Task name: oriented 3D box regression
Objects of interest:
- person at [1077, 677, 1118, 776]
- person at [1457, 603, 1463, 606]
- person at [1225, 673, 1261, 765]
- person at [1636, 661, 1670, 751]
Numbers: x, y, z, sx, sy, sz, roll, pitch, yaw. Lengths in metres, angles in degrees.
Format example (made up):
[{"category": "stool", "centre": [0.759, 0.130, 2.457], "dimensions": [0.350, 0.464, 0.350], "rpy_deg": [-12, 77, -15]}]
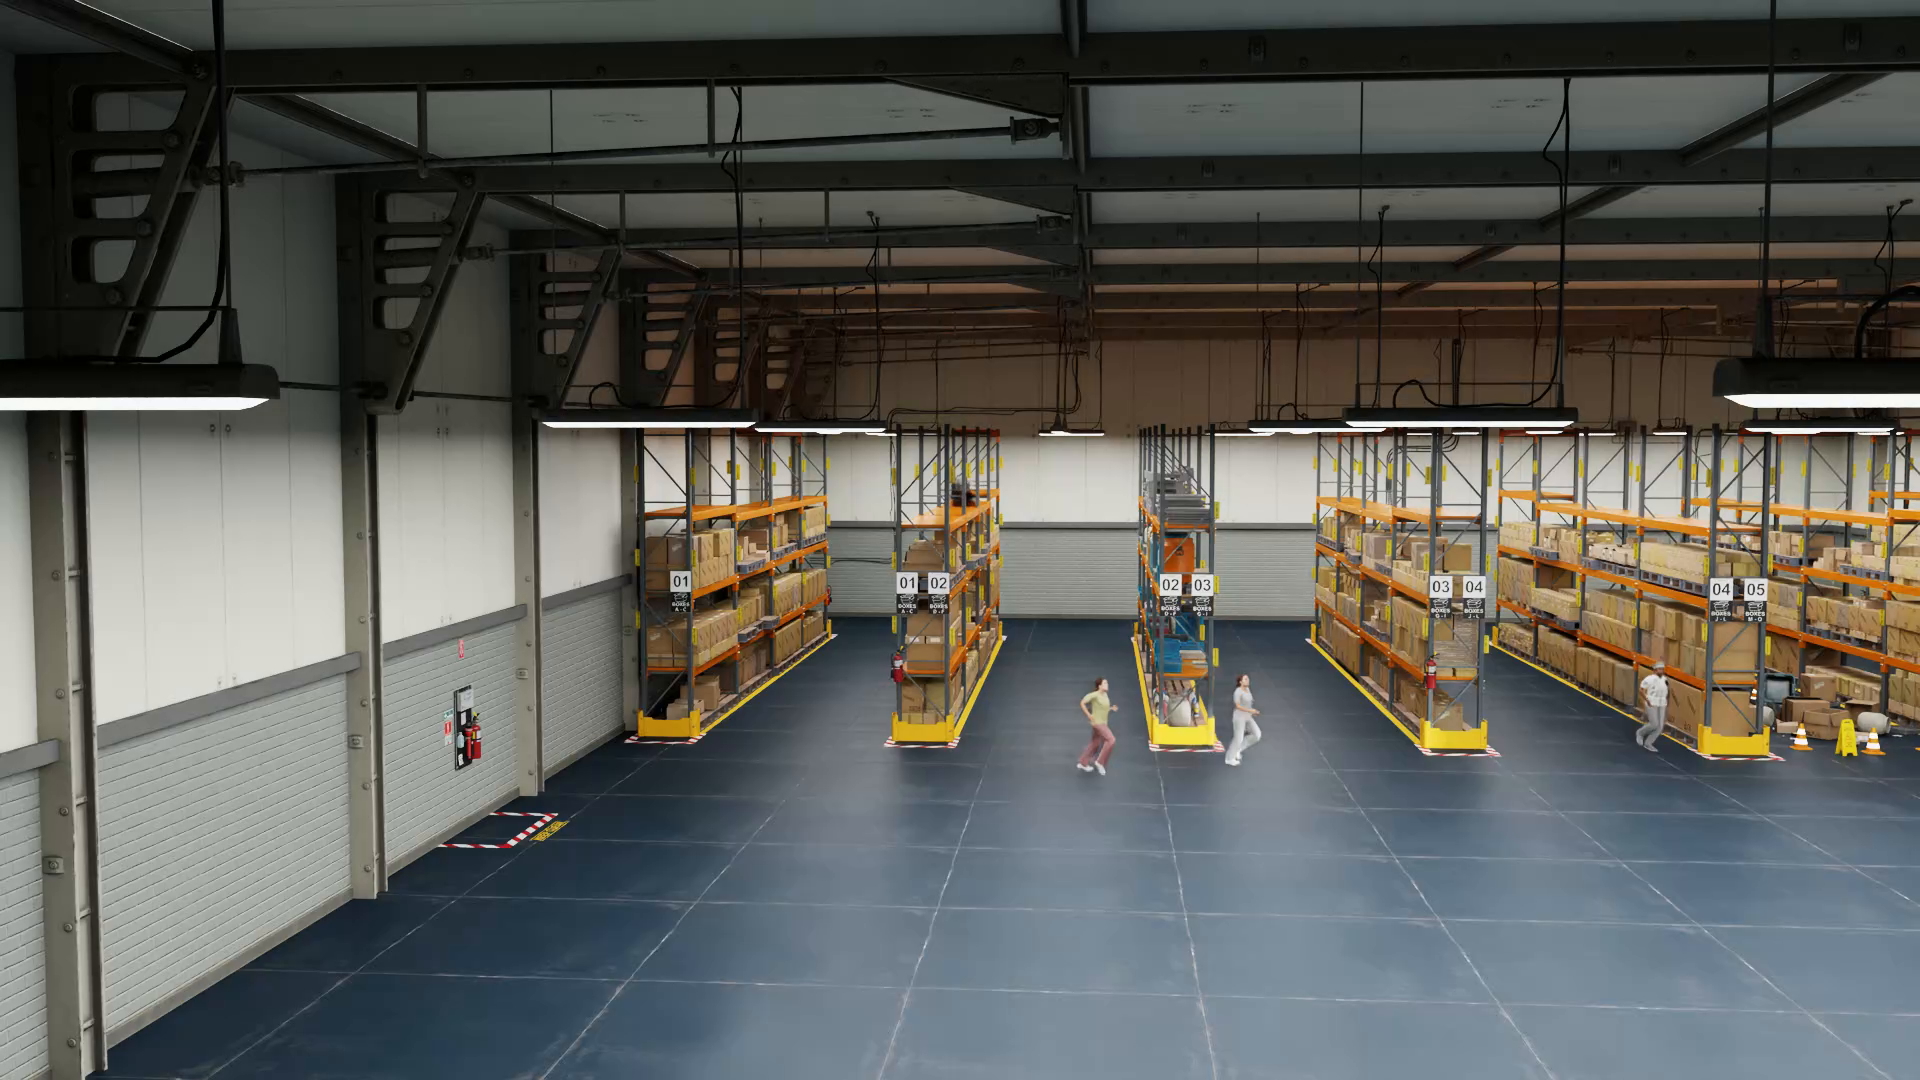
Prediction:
[{"category": "person", "centre": [2.345, 3.166, 28.408], "dimensions": [0.732, 1.675, 0.564], "rpy_deg": [2, 4, 26]}, {"category": "person", "centre": [13.521, 2.121, 45.308], "dimensions": [0.702, 1.719, 0.610], "rpy_deg": [1, 4, 19]}, {"category": "person", "centre": [4.979, 3.131, 29.091], "dimensions": [0.708, 1.621, 0.590], "rpy_deg": [3, 5, 43]}, {"category": "person", "centre": [12.797, 3.042, 30.579], "dimensions": [0.595, 1.654, 0.510], "rpy_deg": [-1, 4, -14]}]
